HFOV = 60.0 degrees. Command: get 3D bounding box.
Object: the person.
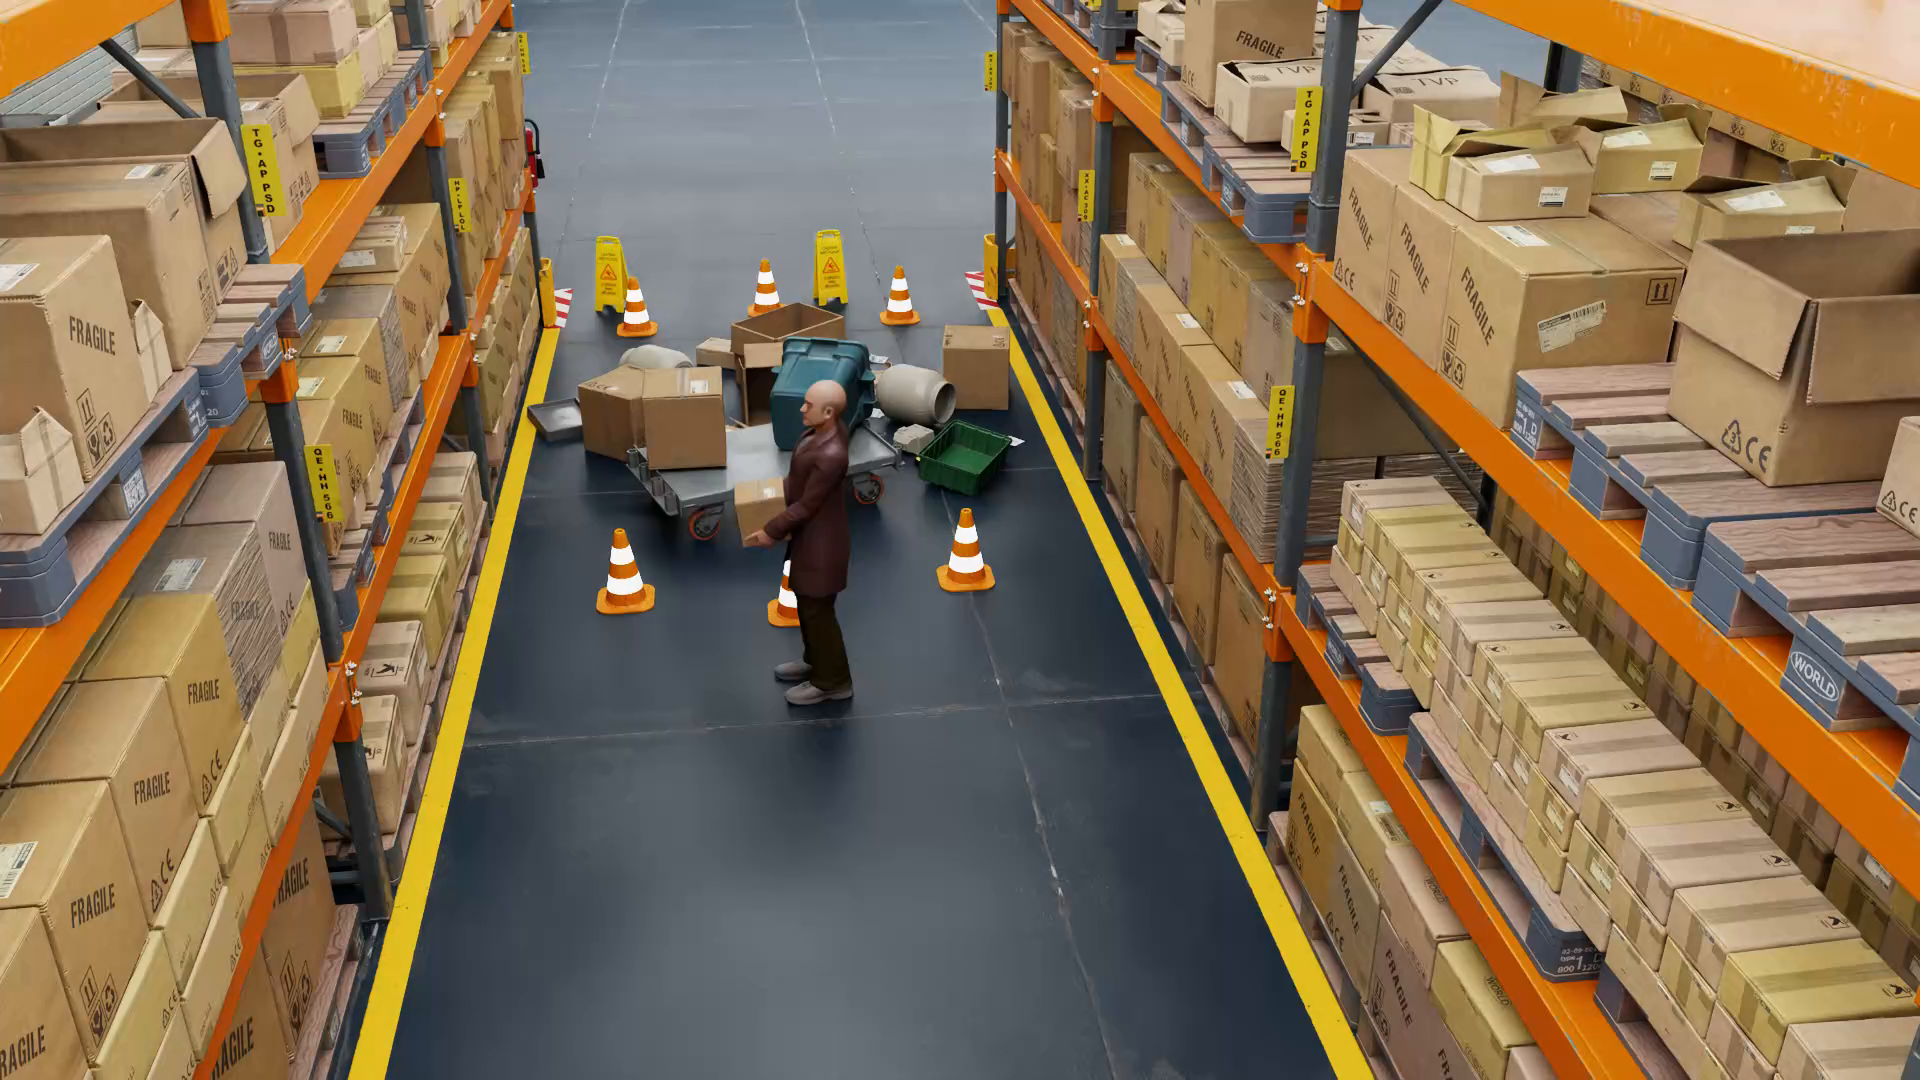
[{"bbox_3d":[-0.832,0.009,8.622,0.558,1.773,0.528,-3,27,-6],"label":"person"}]
